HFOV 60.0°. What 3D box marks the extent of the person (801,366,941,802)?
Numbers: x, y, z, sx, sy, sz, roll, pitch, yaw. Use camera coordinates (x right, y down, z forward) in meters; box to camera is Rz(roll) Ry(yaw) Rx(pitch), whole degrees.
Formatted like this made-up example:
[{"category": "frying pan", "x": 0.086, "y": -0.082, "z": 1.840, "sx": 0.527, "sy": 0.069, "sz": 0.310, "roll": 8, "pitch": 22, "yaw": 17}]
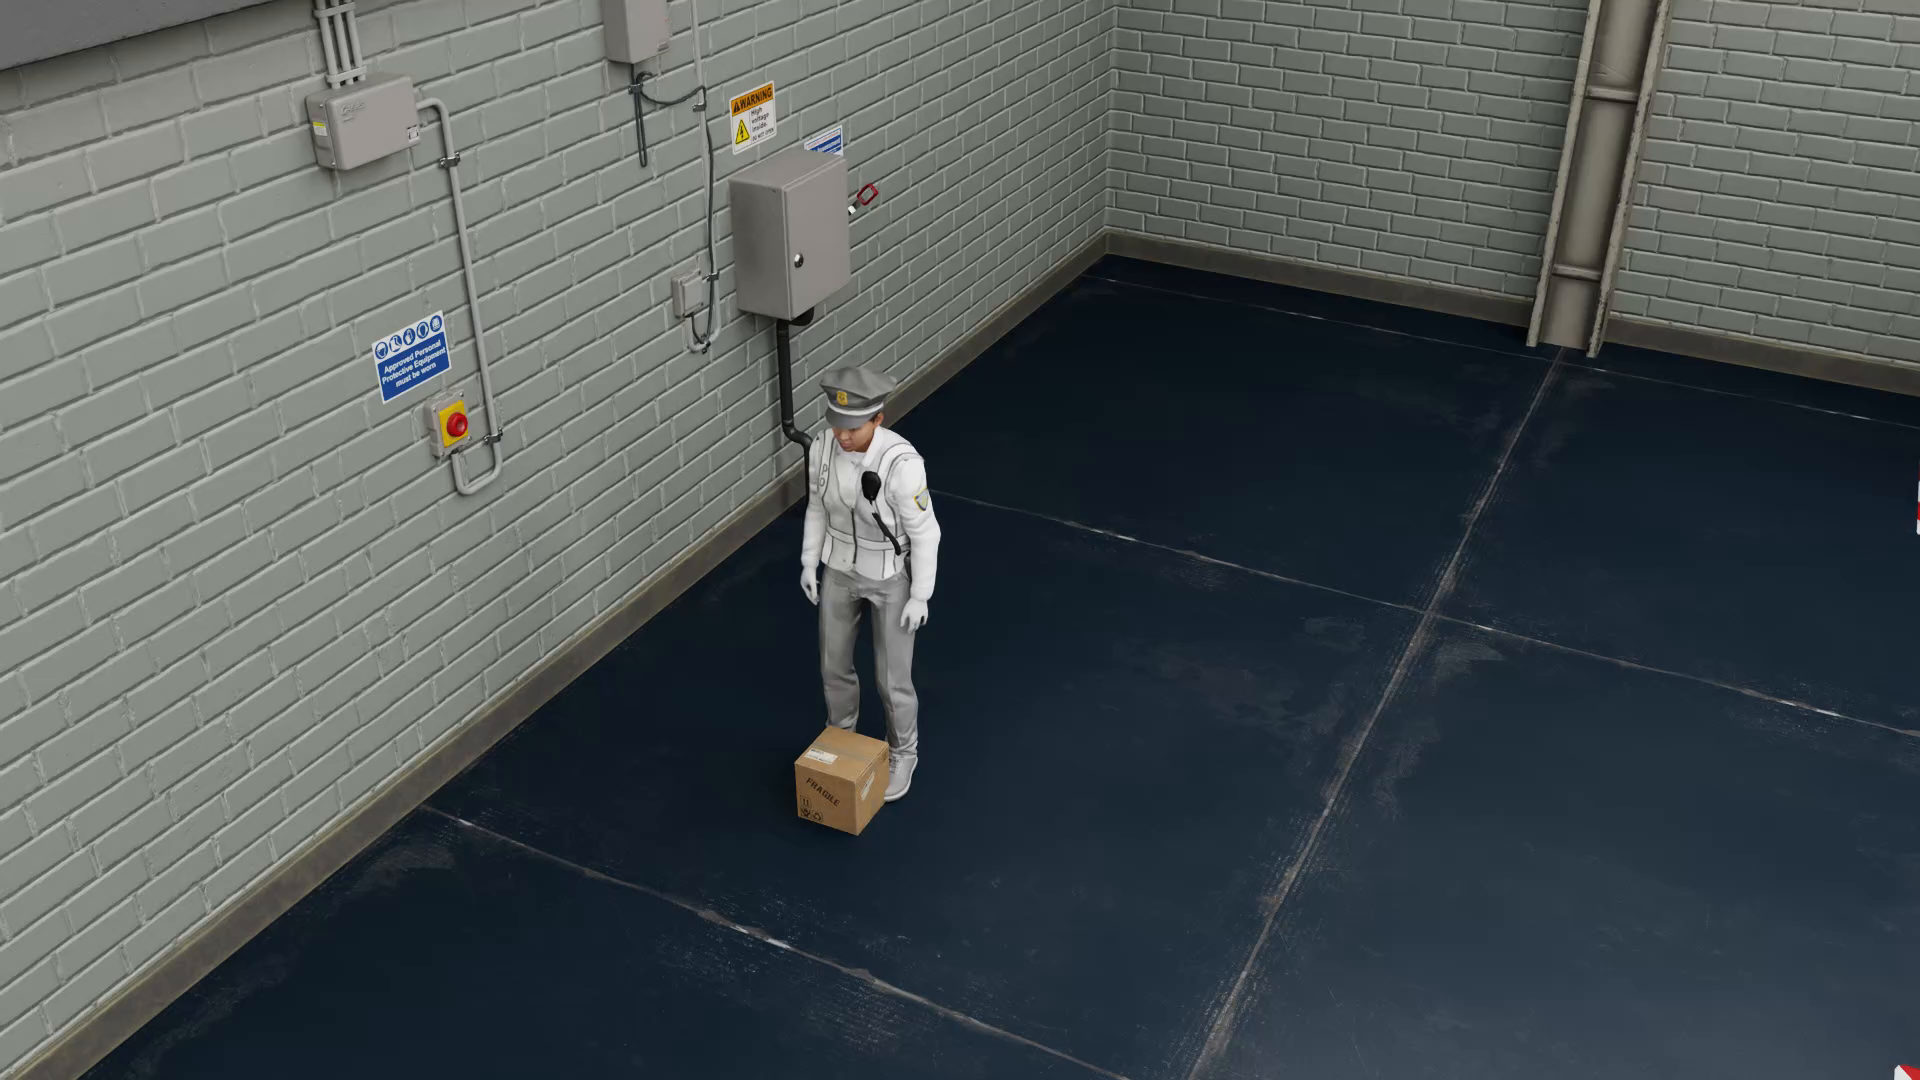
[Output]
[{"category": "person", "x": -0.327, "y": 0.149, "z": 5.872, "sx": 0.527, "sy": 1.663, "sz": 0.376, "roll": 14, "pitch": 33, "yaw": 23}]
